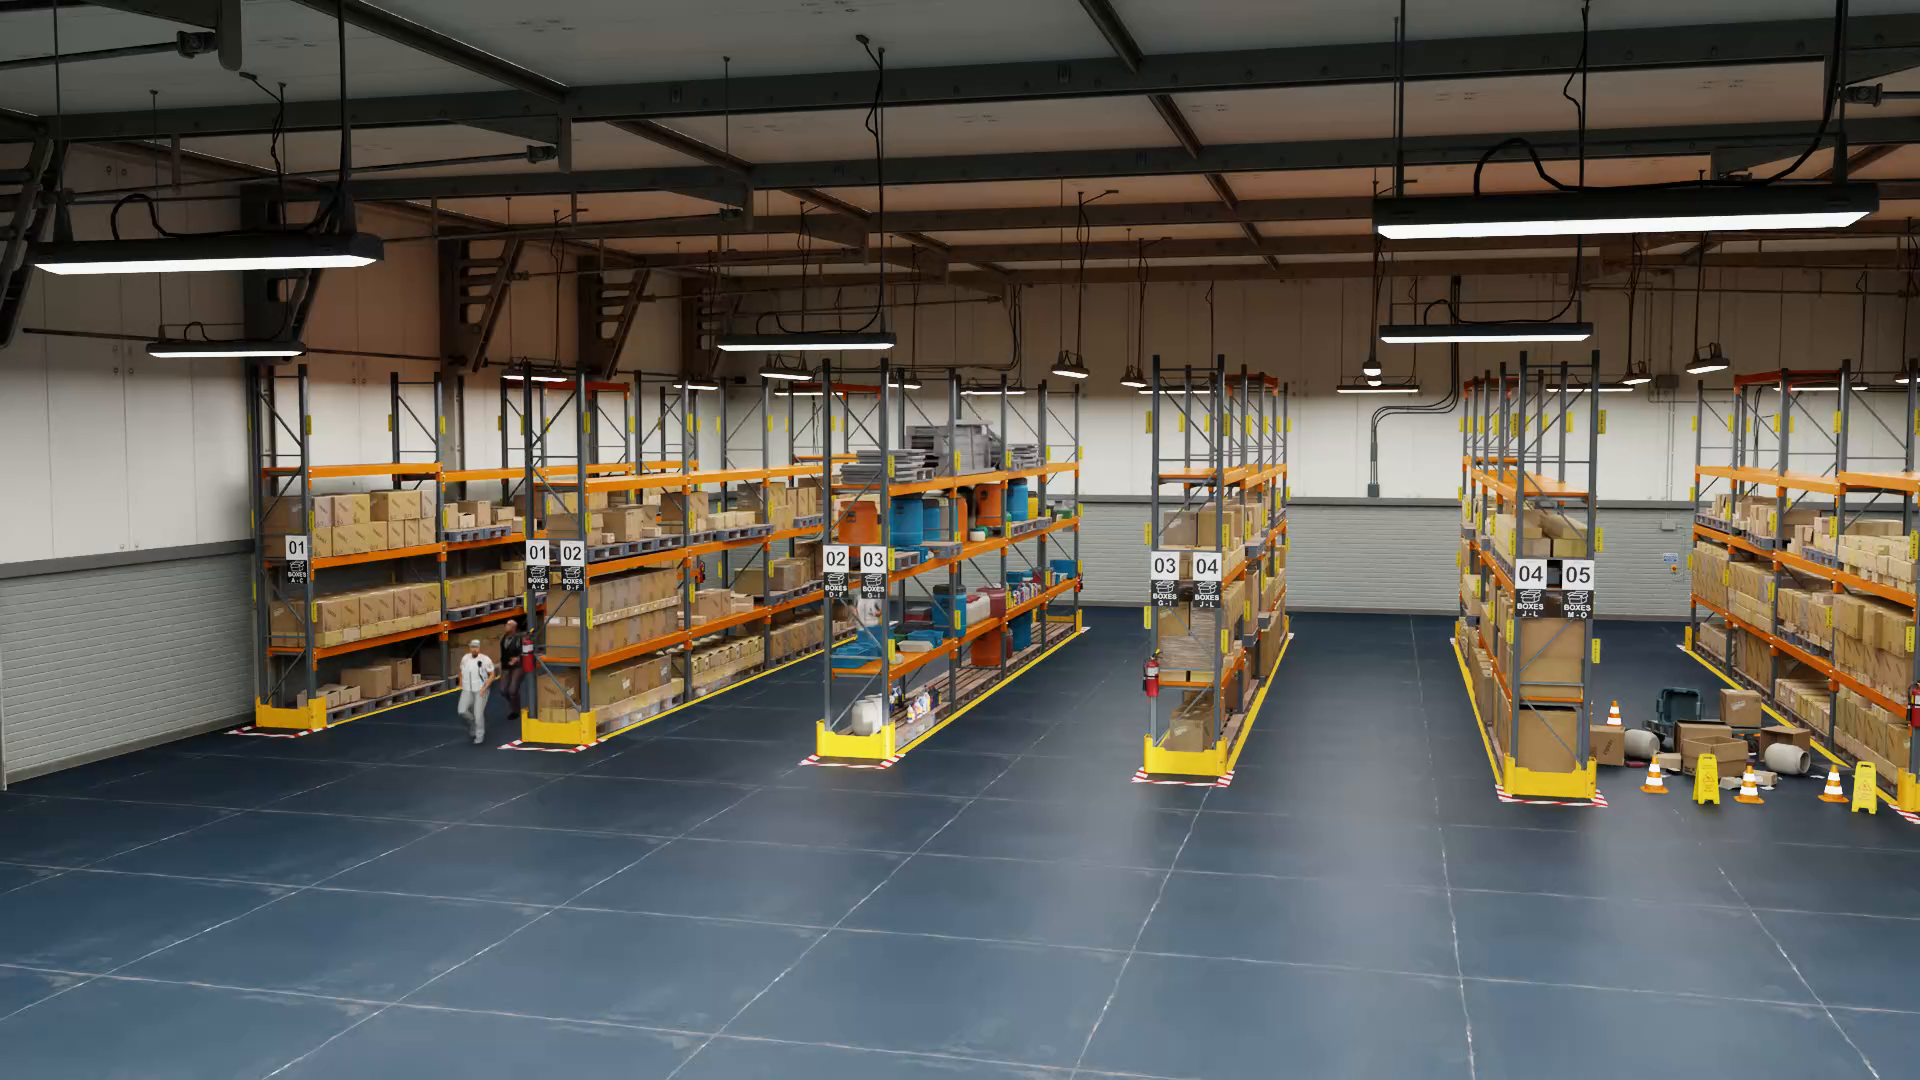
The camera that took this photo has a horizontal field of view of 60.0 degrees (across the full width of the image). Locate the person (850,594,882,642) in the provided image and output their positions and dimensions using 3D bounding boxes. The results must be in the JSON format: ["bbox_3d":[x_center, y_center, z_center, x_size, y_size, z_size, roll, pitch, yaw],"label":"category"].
[{"bbox_3d":[-1.754,1.652,31.437,0.667,1.797,0.893,1,4,10],"label":"person"}]

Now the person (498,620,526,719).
[{"bbox_3d":[-7.625,2.209,28.376,0.653,1.693,0.615,1,4,21],"label":"person"}]

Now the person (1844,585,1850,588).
[{"bbox_3d":[17.696,1.785,33.261,0.661,1.769,0.993,1,4,10],"label":"person"}]

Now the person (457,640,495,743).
[{"bbox_3d":[-7.678,2.388,26.256,0.634,1.634,0.510,1,4,9],"label":"person"}]
